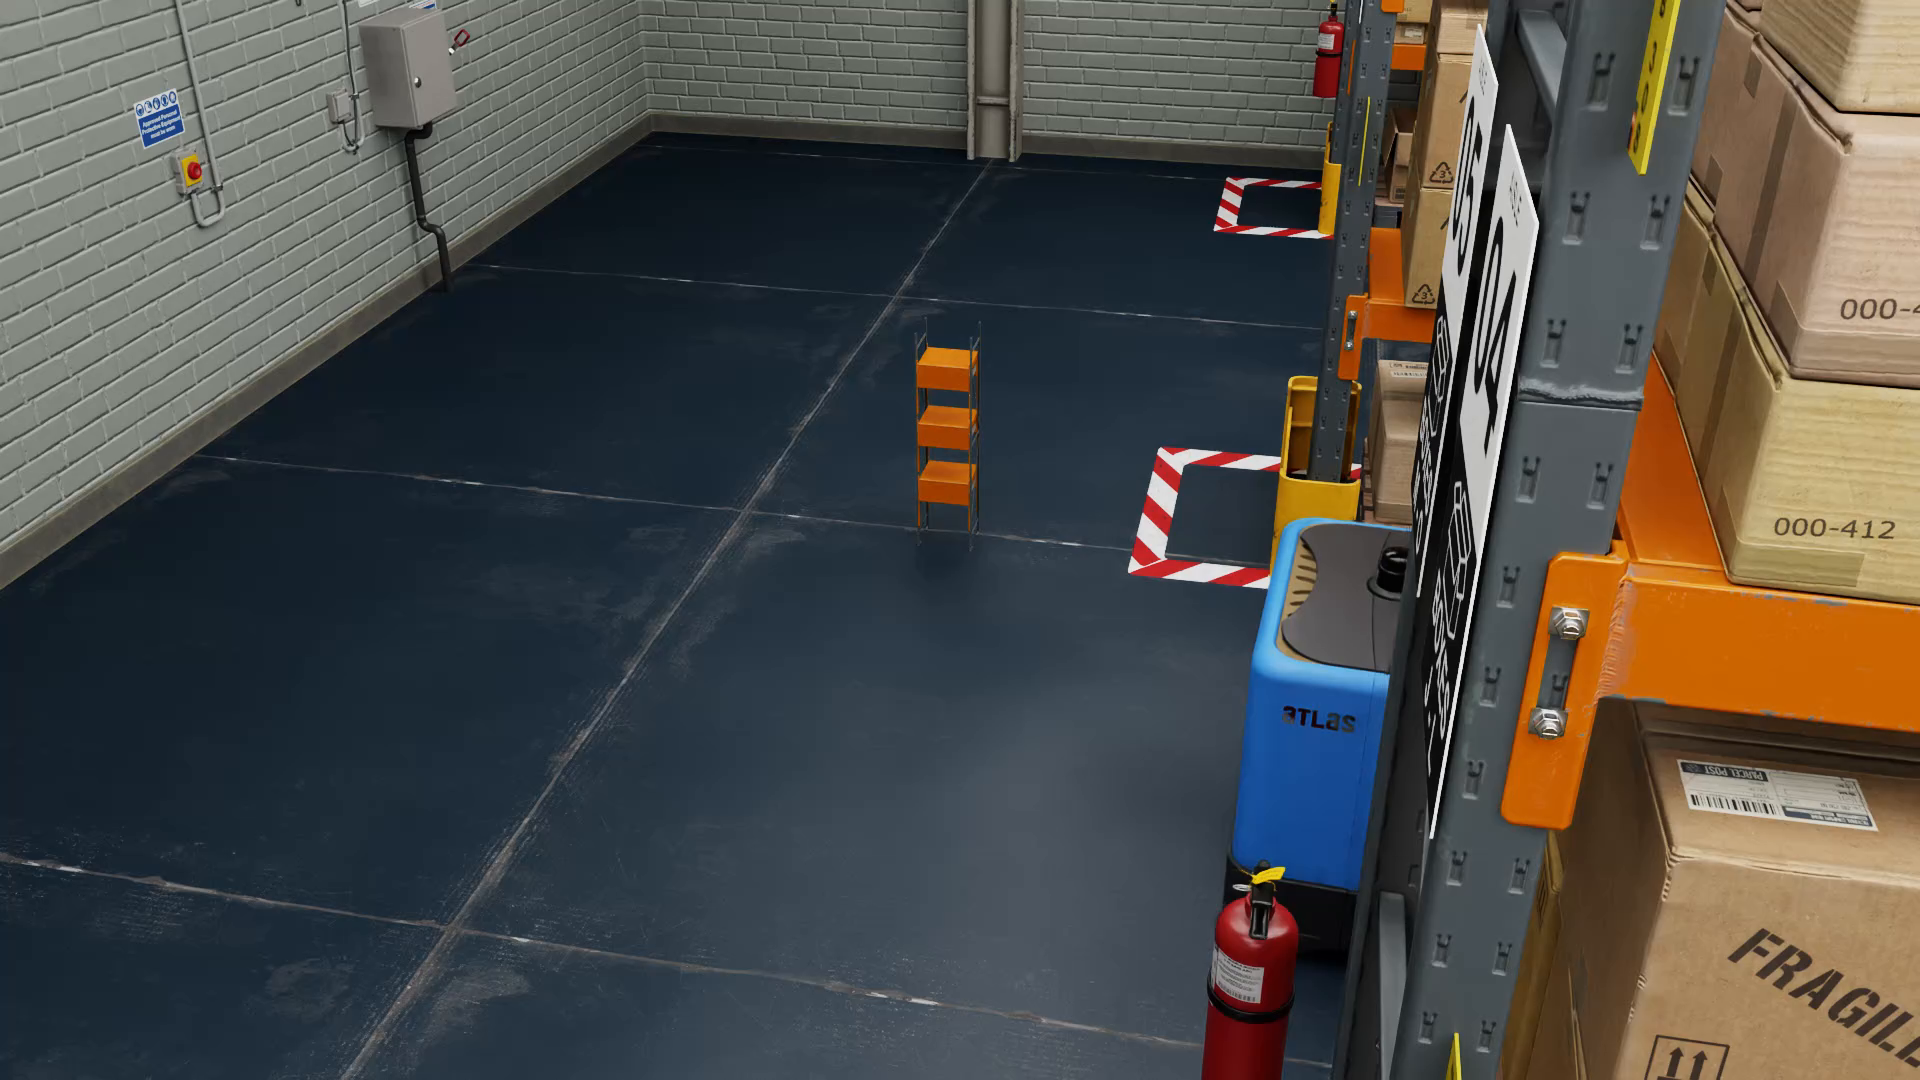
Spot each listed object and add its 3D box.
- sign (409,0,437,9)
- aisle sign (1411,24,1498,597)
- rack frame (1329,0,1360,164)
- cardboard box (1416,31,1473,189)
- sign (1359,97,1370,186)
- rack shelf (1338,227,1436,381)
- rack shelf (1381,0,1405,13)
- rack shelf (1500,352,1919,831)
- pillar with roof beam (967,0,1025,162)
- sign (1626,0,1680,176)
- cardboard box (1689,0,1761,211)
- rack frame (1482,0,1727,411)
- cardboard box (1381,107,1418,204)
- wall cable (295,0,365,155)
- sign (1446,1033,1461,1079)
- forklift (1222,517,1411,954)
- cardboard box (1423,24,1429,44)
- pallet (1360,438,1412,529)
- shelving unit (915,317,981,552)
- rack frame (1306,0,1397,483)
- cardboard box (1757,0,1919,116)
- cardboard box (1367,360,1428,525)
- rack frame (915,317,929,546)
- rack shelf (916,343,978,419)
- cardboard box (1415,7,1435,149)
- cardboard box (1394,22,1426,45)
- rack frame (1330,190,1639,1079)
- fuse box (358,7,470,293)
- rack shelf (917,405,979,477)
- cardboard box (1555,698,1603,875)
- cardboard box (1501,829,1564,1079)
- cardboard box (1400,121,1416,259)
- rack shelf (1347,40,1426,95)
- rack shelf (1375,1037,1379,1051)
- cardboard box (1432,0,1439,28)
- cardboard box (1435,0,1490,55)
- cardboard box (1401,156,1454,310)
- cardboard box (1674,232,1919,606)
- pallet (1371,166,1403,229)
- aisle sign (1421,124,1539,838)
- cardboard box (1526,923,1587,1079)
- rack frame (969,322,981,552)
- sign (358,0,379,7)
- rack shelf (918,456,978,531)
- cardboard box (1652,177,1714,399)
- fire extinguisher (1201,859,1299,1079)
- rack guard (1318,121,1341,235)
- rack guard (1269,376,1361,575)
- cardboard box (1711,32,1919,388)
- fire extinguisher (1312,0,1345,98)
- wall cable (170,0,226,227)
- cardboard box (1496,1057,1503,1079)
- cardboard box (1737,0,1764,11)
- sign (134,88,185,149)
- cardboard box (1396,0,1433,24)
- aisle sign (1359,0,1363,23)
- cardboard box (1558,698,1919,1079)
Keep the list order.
[{"bbox_3d":[-3.343,-3.133,10.448,0.001,0.494,0.329,6,29,11],"label":"sign"},{"bbox_3d":[0.751,-0.349,2.558,0.004,0.787,0.394,6,29,11],"label":"aisle sign"},{"bbox_3d":[2.728,-3.727,11.434,0.127,3.000,1.000,6,29,11],"label":"rack frame"},{"bbox_3d":[2.105,-1.696,6.579,0.500,0.500,0.500,5,29,9],"label":"cardboard box"},{"bbox_3d":[1.573,-1.550,6.474,0.005,0.325,0.100,6,29,11],"label":"sign"},{"bbox_3d":[3.651,-0.880,6.982,4.000,0.370,1.077,6,29,11],"label":"rack shelf"},{"bbox_3d":[3.651,-2.195,6.262,4.000,0.370,1.077,6,29,11],"label":"rack shelf"},{"bbox_3d":[2.716,0.139,1.997,4.000,0.370,1.077,6,29,11],"label":"rack shelf"},{"bbox_3d":[-0.620,-5.031,7.568,0.400,9.000,9.100,6,29,11],"label":"pillar with roof beam"},{"bbox_3d":[0.647,-0.505,1.515,0.005,0.325,0.100,6,29,11],"label":"sign"},{"bbox_3d":[1.263,-0.603,2.241,0.500,0.250,0.500,5,29,9],"label":"cardboard box"},{"bbox_3d":[0.760,-1.692,1.470,0.127,3.000,1.000,6,29,11],"label":"rack frame"},{"bbox_3d":[3.306,-2.711,11.740,0.637,0.503,0.797,5,29,9],"label":"cardboard box"},{"bbox_3d":[-3.540,-3.063,9.163,0.122,1.984,0.588,6,29,11],"label":"wall cable"},{"bbox_3d":[0.647,0.814,2.238,0.005,0.325,0.100,6,29,11],"label":"sign"},{"bbox_3d":[2.427,-0.021,4.737,3.031,2.935,1.130,8,30,14],"label":"forklift"},{"bbox_3d":[3.250,-3.451,11.192,0.250,0.149,0.380,7,29,12],"label":"cardboard box"},{"bbox_3d":[2.493,-0.129,7.766,1.213,0.211,1.003,6,29,11],"label":"pallet"},{"bbox_3d":[-0.052,-0.466,7.508,0.252,1.050,0.215,6,29,11],"label":"shelving unit"},{"bbox_3d":[1.695,-1.396,7.176,0.127,3.000,1.000,6,29,11],"label":"rack frame"},{"bbox_3d":[1.029,-0.566,1.756,0.250,0.149,0.380,6,29,10],"label":"cardboard box"},{"bbox_3d":[2.361,-0.437,7.655,0.875,0.438,0.875,5,29,9],"label":"cardboard box"},{"bbox_3d":[-0.172,-0.478,7.530,0.008,1.050,0.200,6,29,11],"label":"rack frame"},{"bbox_3d":[-0.052,-0.705,7.377,0.240,0.259,0.215,6,29,11],"label":"rack shelf"},{"bbox_3d":[2.216,-1.942,7.028,0.500,0.500,0.500,7,29,12],"label":"cardboard box"},{"bbox_3d":[2.992,-3.455,11.199,0.250,0.149,0.380,6,29,10],"label":"cardboard box"},{"bbox_3d":[0.760,0.939,2.911,0.127,3.000,1.000,6,29,11],"label":"rack frame"},{"bbox_3d":[-3.243,-2.357,10.273,0.414,1.711,0.539,6,29,11],"label":"fuse box"},{"bbox_3d":[-0.052,-0.457,7.513,0.240,0.259,0.215,6,29,11],"label":"rack shelf"},{"bbox_3d":[1.259,0.255,2.705,0.500,0.500,0.500,5,29,10],"label":"cardboard box"},{"bbox_3d":[1.253,0.689,2.954,0.500,0.500,0.500,6,29,12],"label":"cardboard box"},{"bbox_3d":[2.222,-1.515,7.290,0.500,0.500,0.500,6,29,11],"label":"cardboard box"},{"bbox_3d":[4.684,-3.211,11.241,4.000,0.370,1.077,6,29,11],"label":"rack shelf"},{"bbox_3d":[2.716,1.455,2.717,4.000,0.370,1.077,6,29,11],"label":"rack shelf"},{"bbox_3d":[2.088,-2.221,6.862,0.250,0.149,0.380,6,29,11],"label":"cardboard box"},{"bbox_3d":[1.984,-1.997,6.453,0.250,0.149,0.380,6,29,12],"label":"cardboard box"},{"bbox_3d":[2.104,-1.257,6.818,0.500,0.500,0.500,6,29,10],"label":"cardboard box"},{"bbox_3d":[1.146,-0.146,1.925,0.500,0.250,0.500,7,29,12],"label":"cardboard box"},{"bbox_3d":[3.582,-2.417,11.945,1.213,0.211,1.003,6,29,11],"label":"pallet"},{"bbox_3d":[0.626,-0.068,2.043,0.004,0.787,0.394,6,29,11],"label":"aisle sign"},{"bbox_3d":[1.141,0.940,2.496,0.500,0.500,0.500,7,30,13],"label":"cardboard box"},{"bbox_3d":[0.067,-0.454,7.485,0.008,1.050,0.200,6,29,11],"label":"rack frame"},{"bbox_3d":[-3.457,-3.279,9.756,0.001,0.242,0.339,6,29,11],"label":"sign"},{"bbox_3d":[-0.052,-0.213,7.646,0.240,0.259,0.215,6,29,11],"label":"rack shelf"},{"bbox_3d":[1.260,-0.389,2.370,0.500,0.250,0.500,5,29,9],"label":"cardboard box"},{"bbox_3d":[0.610,0.895,3.461,0.183,0.674,0.296,6,29,11],"label":"fire extinguisher"},{"bbox_3d":[2.802,-2.623,12.021,0.348,0.500,1.175,6,29,11],"label":"rack guard"},{"bbox_3d":[1.671,-0.302,7.780,0.348,0.500,1.175,6,29,11],"label":"rack guard"},{"bbox_3d":[1.145,-0.363,1.802,0.500,0.250,0.500,6,29,11],"label":"cardboard box"},{"bbox_3d":[2.487,-3.327,11.173,0.183,0.674,0.296,6,29,11],"label":"fire extinguisher"},{"bbox_3d":[-3.825,-2.410,7.937,0.123,1.953,0.585,6,29,11],"label":"wall cable"},{"bbox_3d":[1.138,0.949,3.154,0.250,0.149,0.380,6,29,11],"label":"cardboard box"},{"bbox_3d":[1.146,-0.810,2.202,0.250,0.149,0.380,6,29,10],"label":"cardboard box"},{"bbox_3d":[-3.894,-2.052,8.093,0.001,0.218,0.327,6,29,11],"label":"sign"},{"bbox_3d":[3.115,-3.620,11.085,0.500,0.250,0.500,6,29,11],"label":"cardboard box"},{"bbox_3d":[1.564,-2.407,6.316,0.004,0.787,0.394,6,29,11],"label":"aisle sign"},{"bbox_3d":[1.143,0.496,2.266,0.500,0.500,0.500,6,29,10],"label":"cardboard box"}]
